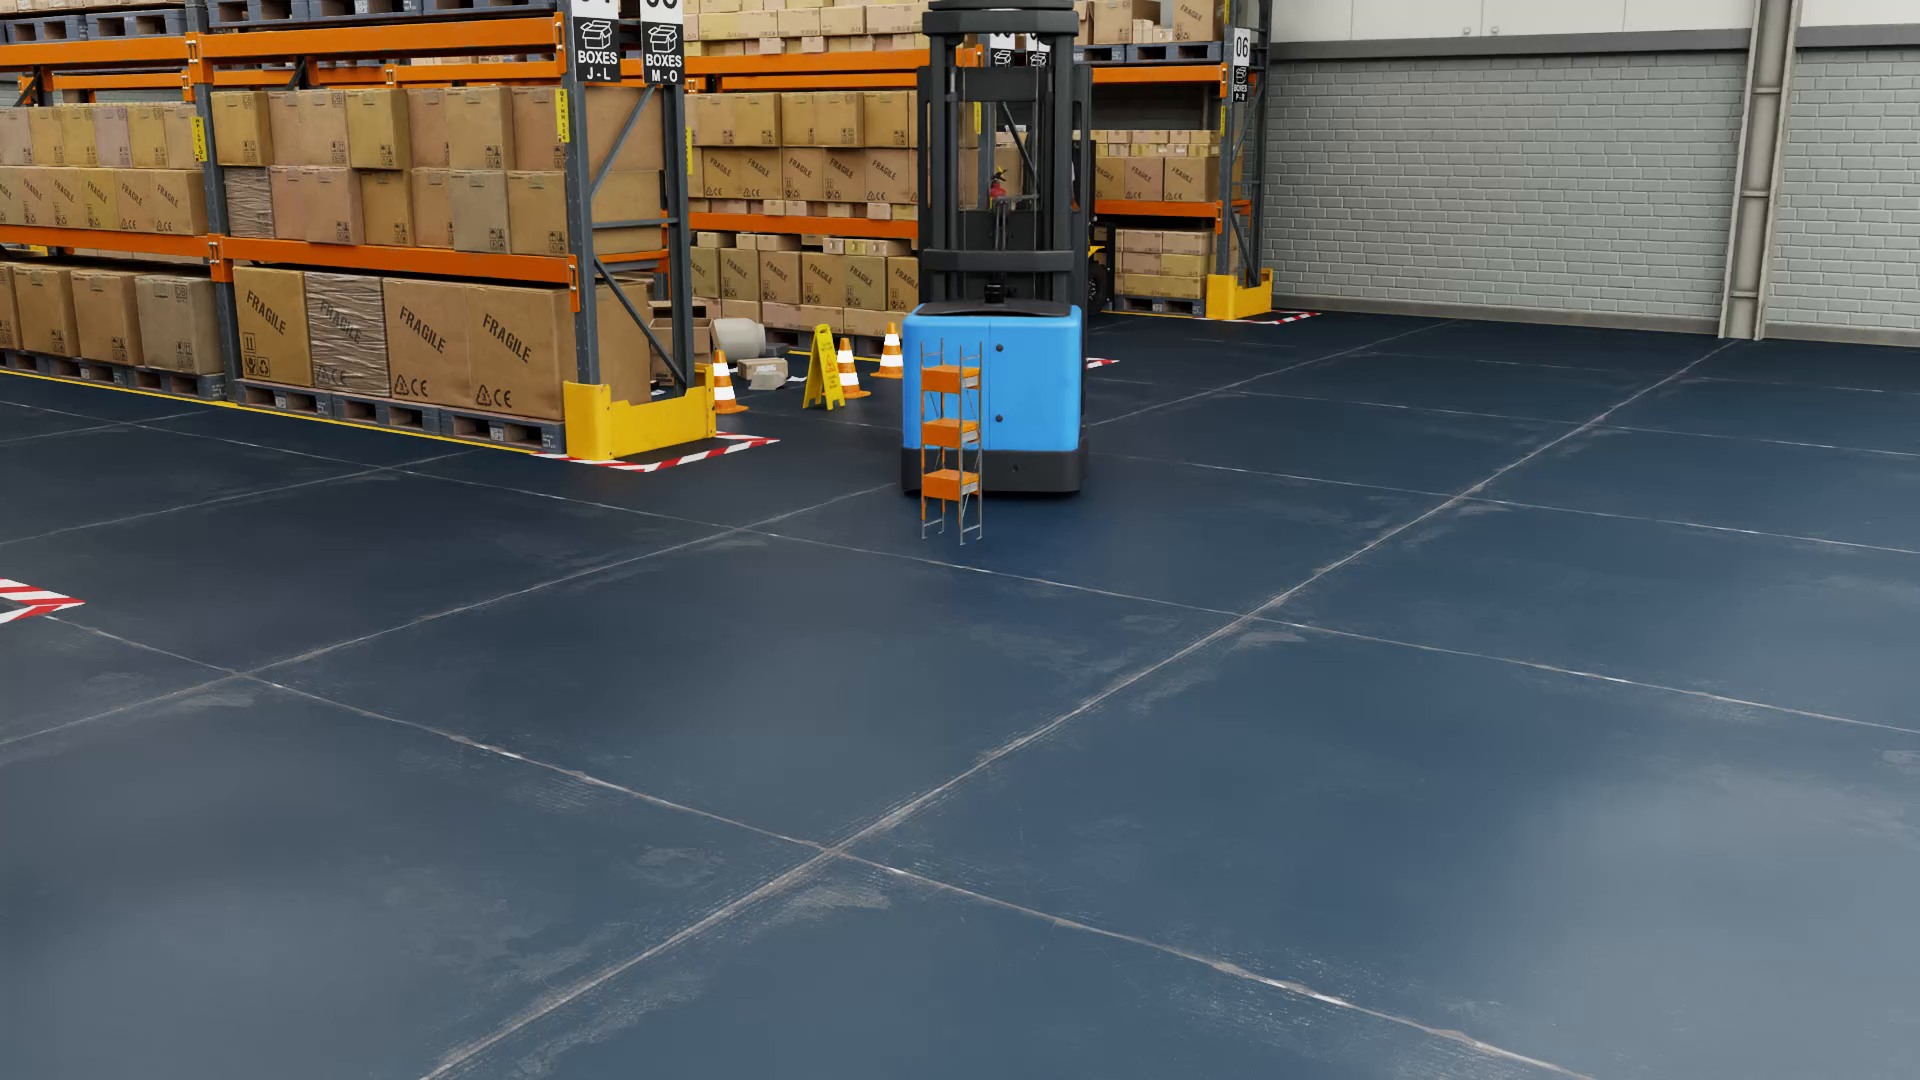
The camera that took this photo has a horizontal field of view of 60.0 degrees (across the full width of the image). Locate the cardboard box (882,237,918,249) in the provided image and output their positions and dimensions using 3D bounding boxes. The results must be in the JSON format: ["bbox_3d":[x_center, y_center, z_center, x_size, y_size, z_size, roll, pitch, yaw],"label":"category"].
[{"bbox_3d":[-0.509,-3.757,21.826,0.625,0.625,0.875,10,17,35],"label":"cardboard box"}]

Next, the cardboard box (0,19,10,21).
[{"bbox_3d":[-8.647,-4.694,14.740,0.250,0.149,0.380,8,16,31],"label":"cardboard box"}]

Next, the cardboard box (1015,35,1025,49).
[{"bbox_3d":[0.389,-4.555,15.261,0.250,0.149,0.380,9,17,33],"label":"cardboard box"}]

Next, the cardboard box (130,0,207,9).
[{"bbox_3d":[-6.191,-4.346,13.124,0.500,0.250,0.500,9,17,33],"label":"cardboard box"}]

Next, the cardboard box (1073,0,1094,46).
[{"bbox_3d":[1.488,-6.114,19.741,0.637,0.503,0.797,10,17,35],"label":"cardboard box"}]

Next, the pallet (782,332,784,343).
[{"bbox_3d":[-2.259,-2.211,17.317,1.213,0.211,1.003,9,17,33],"label":"pallet"}]

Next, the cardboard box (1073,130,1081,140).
[{"bbox_3d":[1.559,-4.820,19.875,0.250,0.149,0.380,9,17,34],"label":"cardboard box"}]

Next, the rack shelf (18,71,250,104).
[{"bbox_3d":[-11.134,-6.096,22.461,4.000,0.370,1.077,9,17,33],"label":"rack shelf"}]

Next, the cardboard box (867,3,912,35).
[{"bbox_3d":[-0.502,-4.724,15.116,0.500,0.250,0.500,9,16,32],"label":"cardboard box"}]

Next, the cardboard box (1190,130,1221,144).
[{"bbox_3d":[2.835,-4.615,19.049,0.250,0.149,0.380,9,17,33],"label":"cardboard box"}]

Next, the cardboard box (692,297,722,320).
[{"bbox_3d":[-2.498,-2.384,17.060,0.500,0.250,0.500,8,16,30],"label":"cardboard box"}]

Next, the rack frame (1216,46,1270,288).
[{"bbox_3d":[3.250,-4.102,19.150,0.127,3.000,1.000,9,17,33],"label":"rack frame"}]

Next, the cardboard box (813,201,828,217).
[{"bbox_3d":[-1.205,-3.206,16.054,0.250,0.149,0.380,9,17,33],"label":"cardboard box"}]

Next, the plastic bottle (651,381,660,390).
[{"bbox_3d":[-2.679,-1.302,13.954,0.283,0.061,0.133,3,14,14],"label":"plastic bottle"}]

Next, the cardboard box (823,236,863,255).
[{"bbox_3d":[-1.094,-2.821,15.914,0.250,0.149,0.380,10,17,35],"label":"cardboard box"}]

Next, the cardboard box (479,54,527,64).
[{"bbox_3d":[-4.874,-5.492,18.308,0.637,0.503,0.797,9,17,33],"label":"cardboard box"}]

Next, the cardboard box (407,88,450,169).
[{"bbox_3d":[-3.379,-2.923,11.829,0.550,0.550,0.875,9,17,33],"label":"cardboard box"}]

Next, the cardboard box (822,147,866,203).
[{"bbox_3d":[-0.948,-3.458,15.723,0.500,0.500,0.500,9,17,33],"label":"cardboard box"}]

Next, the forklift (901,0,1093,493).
[{"bbox_3d":[0.297,-2.000,10.805,1.130,2.935,3.031,1,14,5],"label":"forklift"}]

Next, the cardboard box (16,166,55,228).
[{"bbox_3d":[-7.771,-2.983,14.423,0.500,0.500,0.500,9,17,33],"label":"cardboard box"}]

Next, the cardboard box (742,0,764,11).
[{"bbox_3d":[-1.874,-5.132,15.932,0.250,0.149,0.380,9,16,31],"label":"cardboard box"}]

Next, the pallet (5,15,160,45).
[{"bbox_3d":[-7.341,-4.323,14.195,1.213,0.211,1.003,10,17,35],"label":"pallet"}]

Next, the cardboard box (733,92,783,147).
[{"bbox_3d":[-1.779,-4.078,16.148,0.500,0.500,0.700,9,16,32],"label":"cardboard box"}]

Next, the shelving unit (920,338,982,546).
[{"bbox_3d":[-0.044,-0.517,8.726,0.252,1.050,0.215,9,17,33],"label":"shelving unit"}]

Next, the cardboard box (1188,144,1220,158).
[{"bbox_3d":[2.806,-4.456,19.022,0.250,0.149,0.380,9,17,34],"label":"cardboard box"}]

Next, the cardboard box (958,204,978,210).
[{"bbox_3d":[0.053,-2.997,15.211,0.250,0.149,0.380,10,17,35],"label":"cardboard box"}]

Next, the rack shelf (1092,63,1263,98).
[{"bbox_3d":[1.590,-5.477,19.960,4.000,0.370,1.077,9,17,33],"label":"rack shelf"}]

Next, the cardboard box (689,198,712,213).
[{"bbox_3d":[-2.516,-3.396,16.823,0.250,0.149,0.380,10,17,34],"label":"cardboard box"}]

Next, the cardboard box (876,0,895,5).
[{"bbox_3d":[-0.559,-4.936,15.142,0.250,0.149,0.380,9,17,33],"label":"cardboard box"}]

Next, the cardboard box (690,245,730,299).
[{"bbox_3d":[-2.498,-2.748,16.970,0.500,0.500,0.500,10,17,35],"label":"cardboard box"}]

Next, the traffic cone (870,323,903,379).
[{"bbox_3d":[-0.594,-1.680,14.649,0.334,0.463,0.336,9,17,33],"label":"traffic cone"}]

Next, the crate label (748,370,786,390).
[{"bbox_3d":[-1.618,-1.348,13.986,0.298,0.136,0.250,1,14,4],"label":"crate label"}]

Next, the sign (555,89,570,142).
[{"bbox_3d":[-2.510,-2.682,10.511,0.005,0.325,0.100,9,17,33],"label":"sign"}]

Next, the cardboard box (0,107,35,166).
[{"bbox_3d":[-8.047,-3.588,14.786,0.500,0.500,0.700,9,16,32],"label":"cardboard box"}]

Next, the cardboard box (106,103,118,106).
[{"bbox_3d":[-11.146,-5.761,22.216,0.250,0.149,0.380,9,17,33],"label":"cardboard box"}]

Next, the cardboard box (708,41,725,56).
[{"bbox_3d":[-2.261,-4.834,16.388,0.250,0.149,0.380,9,17,33],"label":"cardboard box"}]

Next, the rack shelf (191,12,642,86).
[{"bbox_3d":[-3.856,-3.486,11.918,4.000,0.370,1.077,9,17,33],"label":"rack shelf"}]

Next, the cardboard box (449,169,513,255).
[{"bbox_3d":[-2.998,-2.294,11.535,0.550,0.550,0.875,9,17,33],"label":"cardboard box"}]

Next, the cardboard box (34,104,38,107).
[{"bbox_3d":[-12.654,-6.003,23.193,0.250,0.149,0.380,10,17,34],"label":"cardboard box"}]

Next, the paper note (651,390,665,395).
[{"bbox_3d":[-2.515,-1.212,13.660,0.144,0.017,0.142,-10,17,-35],"label":"paper note"}]

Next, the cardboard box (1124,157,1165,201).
[{"bbox_3d":[2.270,-4.235,19.482,0.500,0.500,0.500,10,17,35],"label":"cardboard box"}]

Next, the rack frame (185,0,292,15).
[{"bbox_3d":[-5.515,-5.559,12.554,0.127,3.000,1.000,9,17,33],"label":"rack frame"}]

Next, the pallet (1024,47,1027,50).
[{"bbox_3d":[0.653,-5.942,20.526,1.213,0.211,1.003,9,17,33],"label":"pallet"}]

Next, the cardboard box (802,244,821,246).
[{"bbox_3d":[-1.773,-2.787,17.128,0.500,0.500,0.500,10,17,34],"label":"cardboard box"}]

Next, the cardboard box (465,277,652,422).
[{"bbox_3d":[-2.796,-1.361,11.627,0.875,0.875,0.875,9,17,33],"label":"cardboard box"}]

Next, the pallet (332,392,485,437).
[{"bbox_3d":[-3.911,-1.013,12.475,1.213,0.211,1.003,9,17,33],"label":"pallet"}]

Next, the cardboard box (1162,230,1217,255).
[{"bbox_3d":[2.694,-3.456,19.308,0.500,0.250,0.500,10,17,35],"label":"cardboard box"}]

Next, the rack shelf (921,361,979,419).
[{"bbox_3d":[-0.044,-0.782,8.660,0.240,0.259,0.215,9,17,33],"label":"rack shelf"}]

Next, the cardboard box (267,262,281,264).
[{"bbox_3d":[-8.162,-3.706,21.101,0.875,0.875,0.875,10,17,34],"label":"cardboard box"}]

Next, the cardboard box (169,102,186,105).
[{"bbox_3d":[-9.908,-5.547,21.351,0.250,0.149,0.380,9,16,32],"label":"cardboard box"}]

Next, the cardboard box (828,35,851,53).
[{"bbox_3d":[-1.017,-4.615,15.504,0.250,0.149,0.380,9,16,31],"label":"cardboard box"}]

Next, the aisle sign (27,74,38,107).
[{"bbox_3d":[-13.015,-6.471,23.311,0.004,0.787,0.394,9,17,33],"label":"aisle sign"}]

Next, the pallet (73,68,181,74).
[{"bbox_3d":[-11.156,-6.409,22.414,1.213,0.211,1.003,9,17,33],"label":"pallet"}]

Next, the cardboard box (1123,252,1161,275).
[{"bbox_3d":[2.261,-3.286,19.662,0.500,0.250,0.500,9,17,32],"label":"cardboard box"}]
